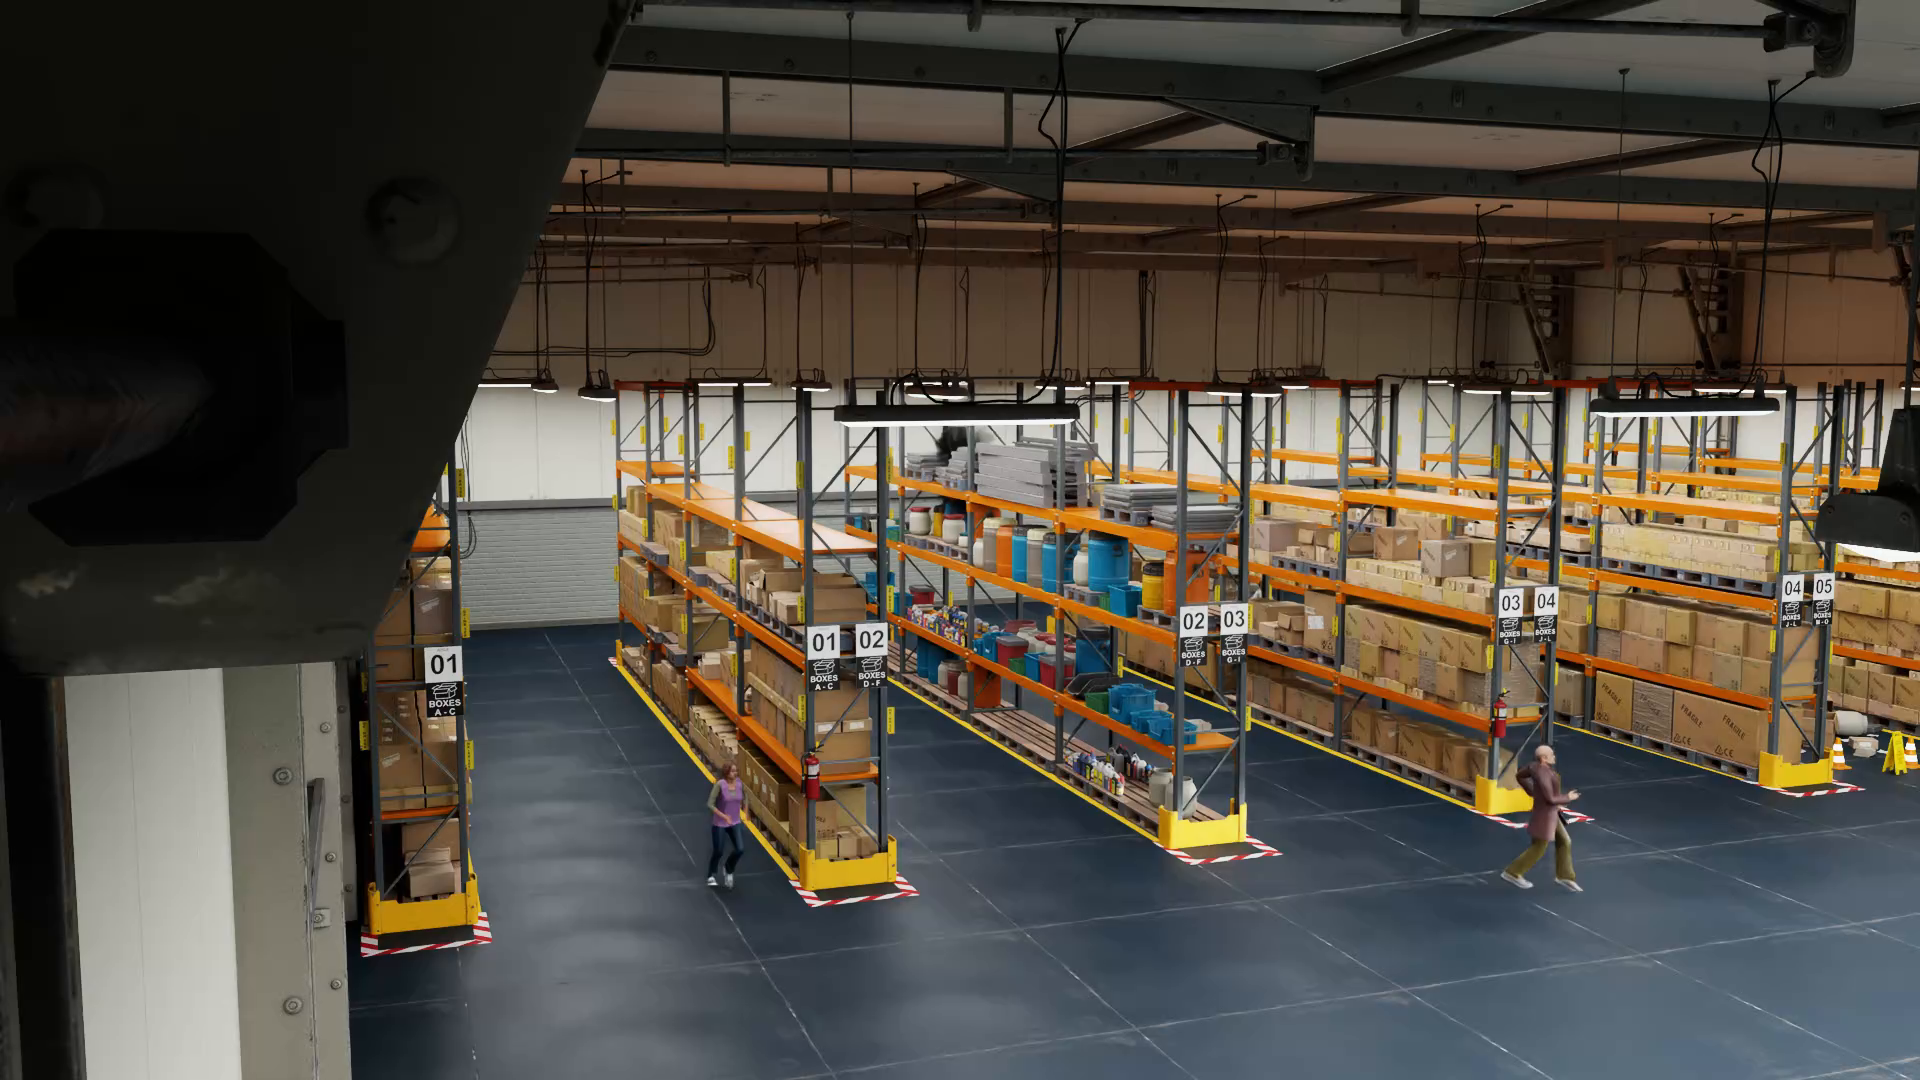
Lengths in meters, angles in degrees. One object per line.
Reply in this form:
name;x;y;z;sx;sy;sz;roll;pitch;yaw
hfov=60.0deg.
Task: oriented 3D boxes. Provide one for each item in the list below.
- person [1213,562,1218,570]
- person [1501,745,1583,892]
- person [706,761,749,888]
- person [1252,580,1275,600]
person;5.967;1.323;38.893;0.675;1.843;0.733;0;6;-2
person;7.016;3.351;19.963;0.963;1.815;0.725;2;6;14
person;-2.774;3.429;20.072;0.602;1.562;0.591;-3;7;-30
person;6.696;1.657;36.871;0.521;1.579;0.735;-1;6;-13
